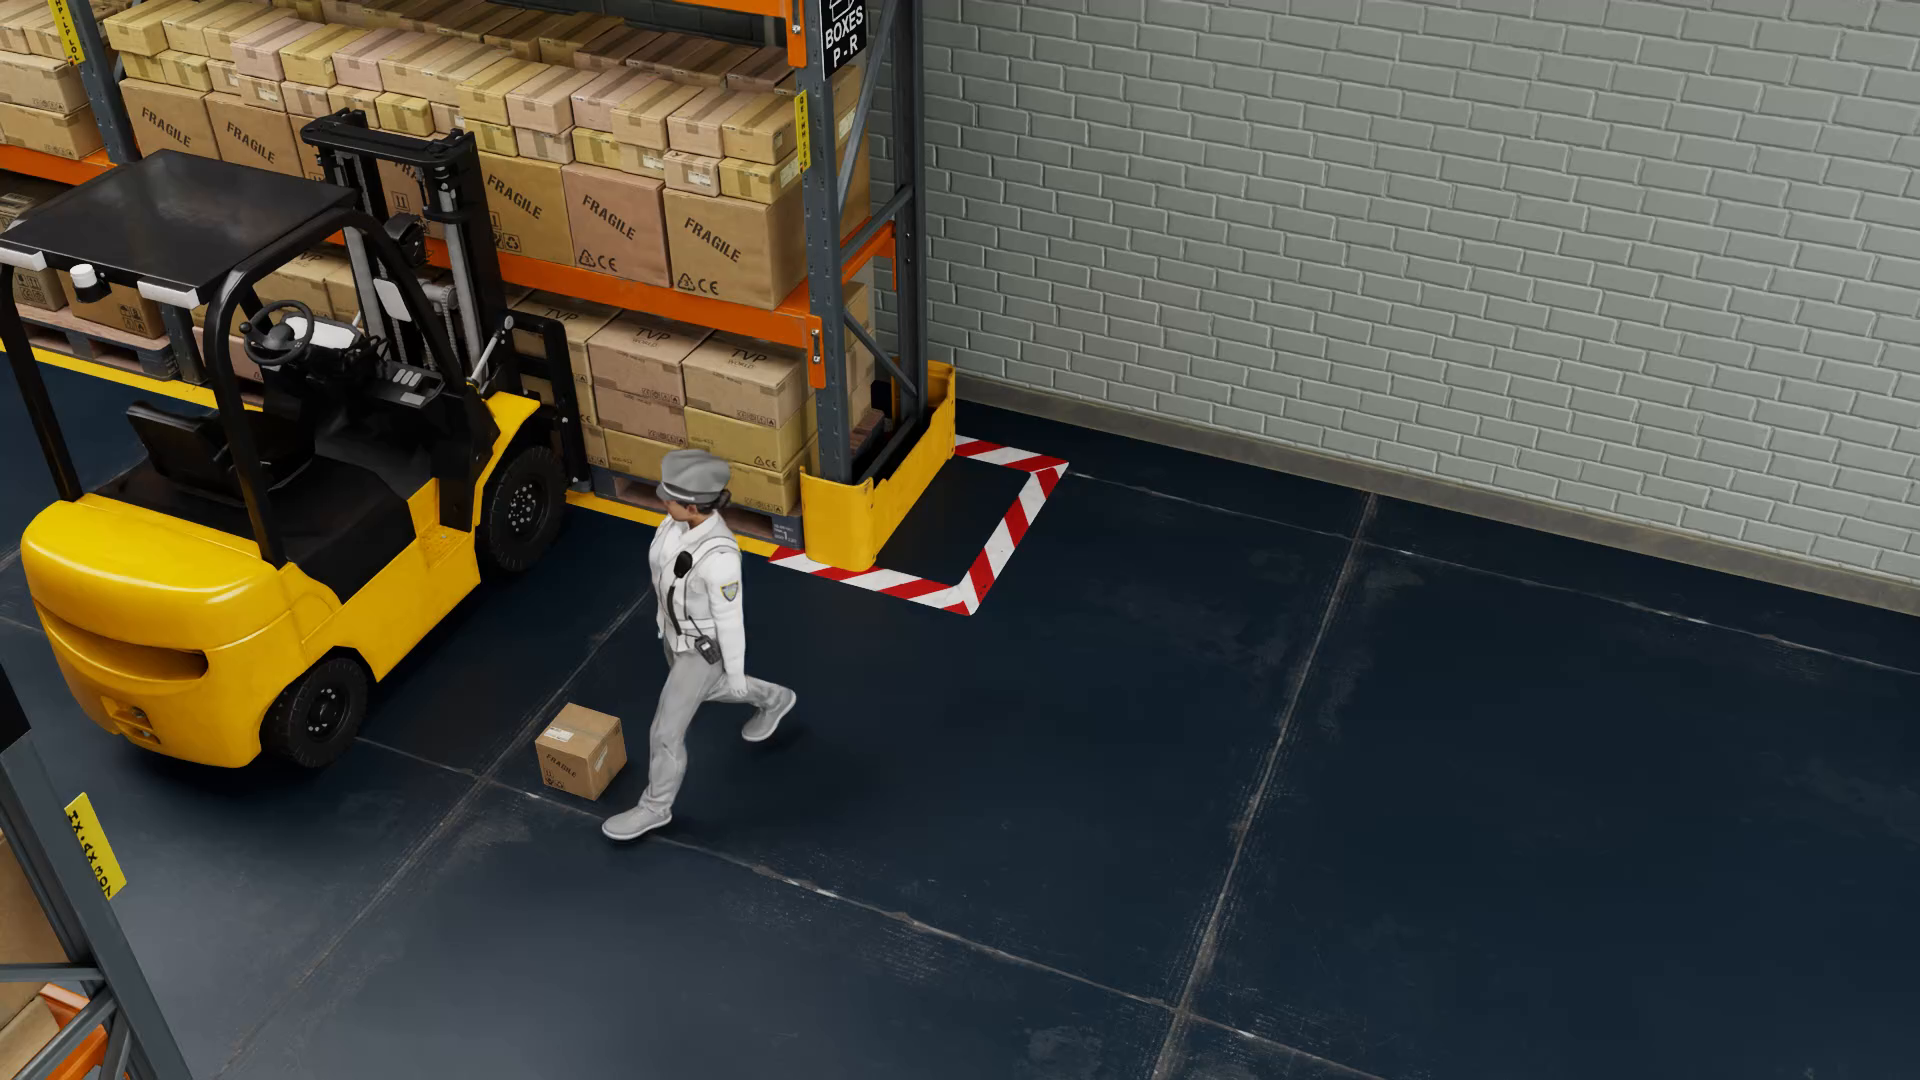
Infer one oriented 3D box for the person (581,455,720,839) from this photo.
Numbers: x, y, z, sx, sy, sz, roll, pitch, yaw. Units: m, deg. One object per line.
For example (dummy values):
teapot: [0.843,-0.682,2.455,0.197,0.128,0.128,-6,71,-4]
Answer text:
person: [-1.149,0.442,6.246,0.378,1.703,0.558,6,38,7]
